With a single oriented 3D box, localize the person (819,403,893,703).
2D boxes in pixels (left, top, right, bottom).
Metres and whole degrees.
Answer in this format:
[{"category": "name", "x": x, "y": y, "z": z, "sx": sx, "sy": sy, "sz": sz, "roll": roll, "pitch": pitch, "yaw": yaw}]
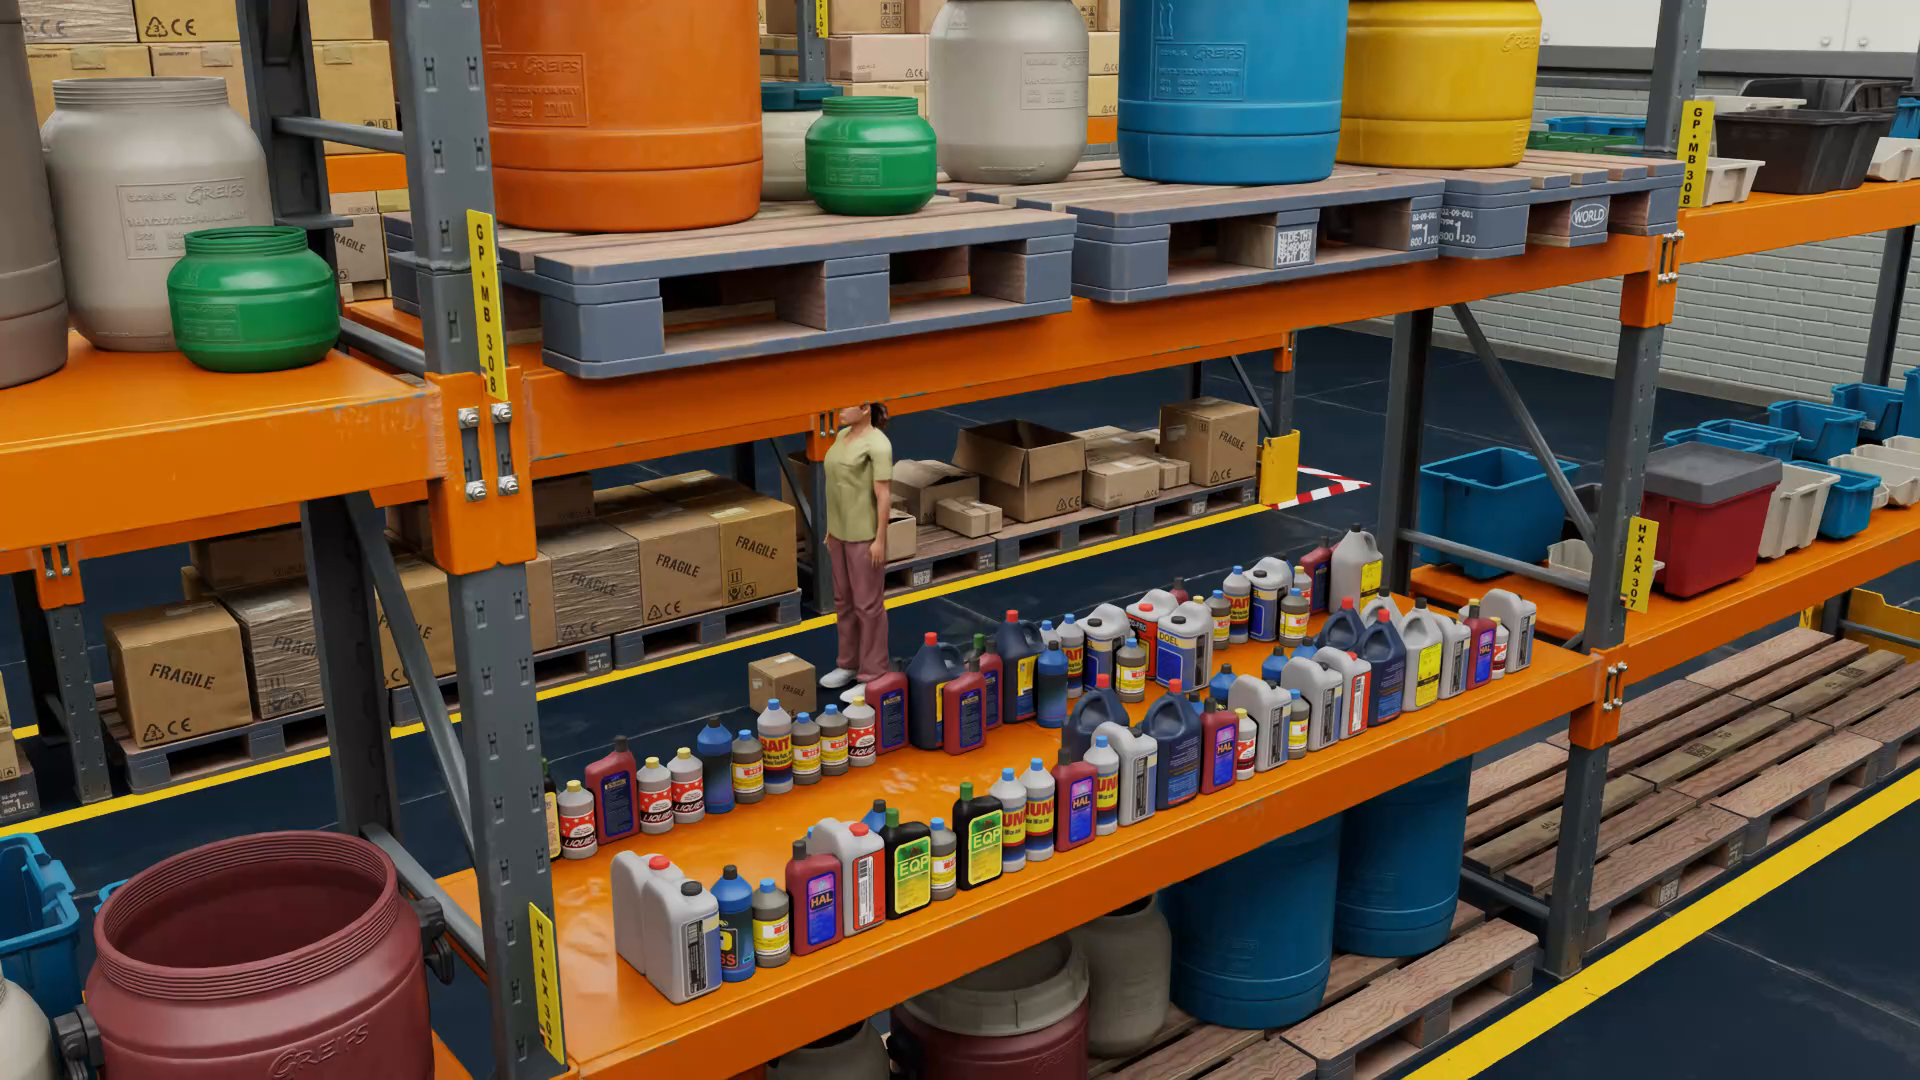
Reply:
[{"category": "person", "x": -0.532, "y": -0.013, "z": 8.577, "sx": 0.396, "sy": 1.677, "sz": 0.444, "roll": -13, "pitch": 22, "yaw": -35}]
